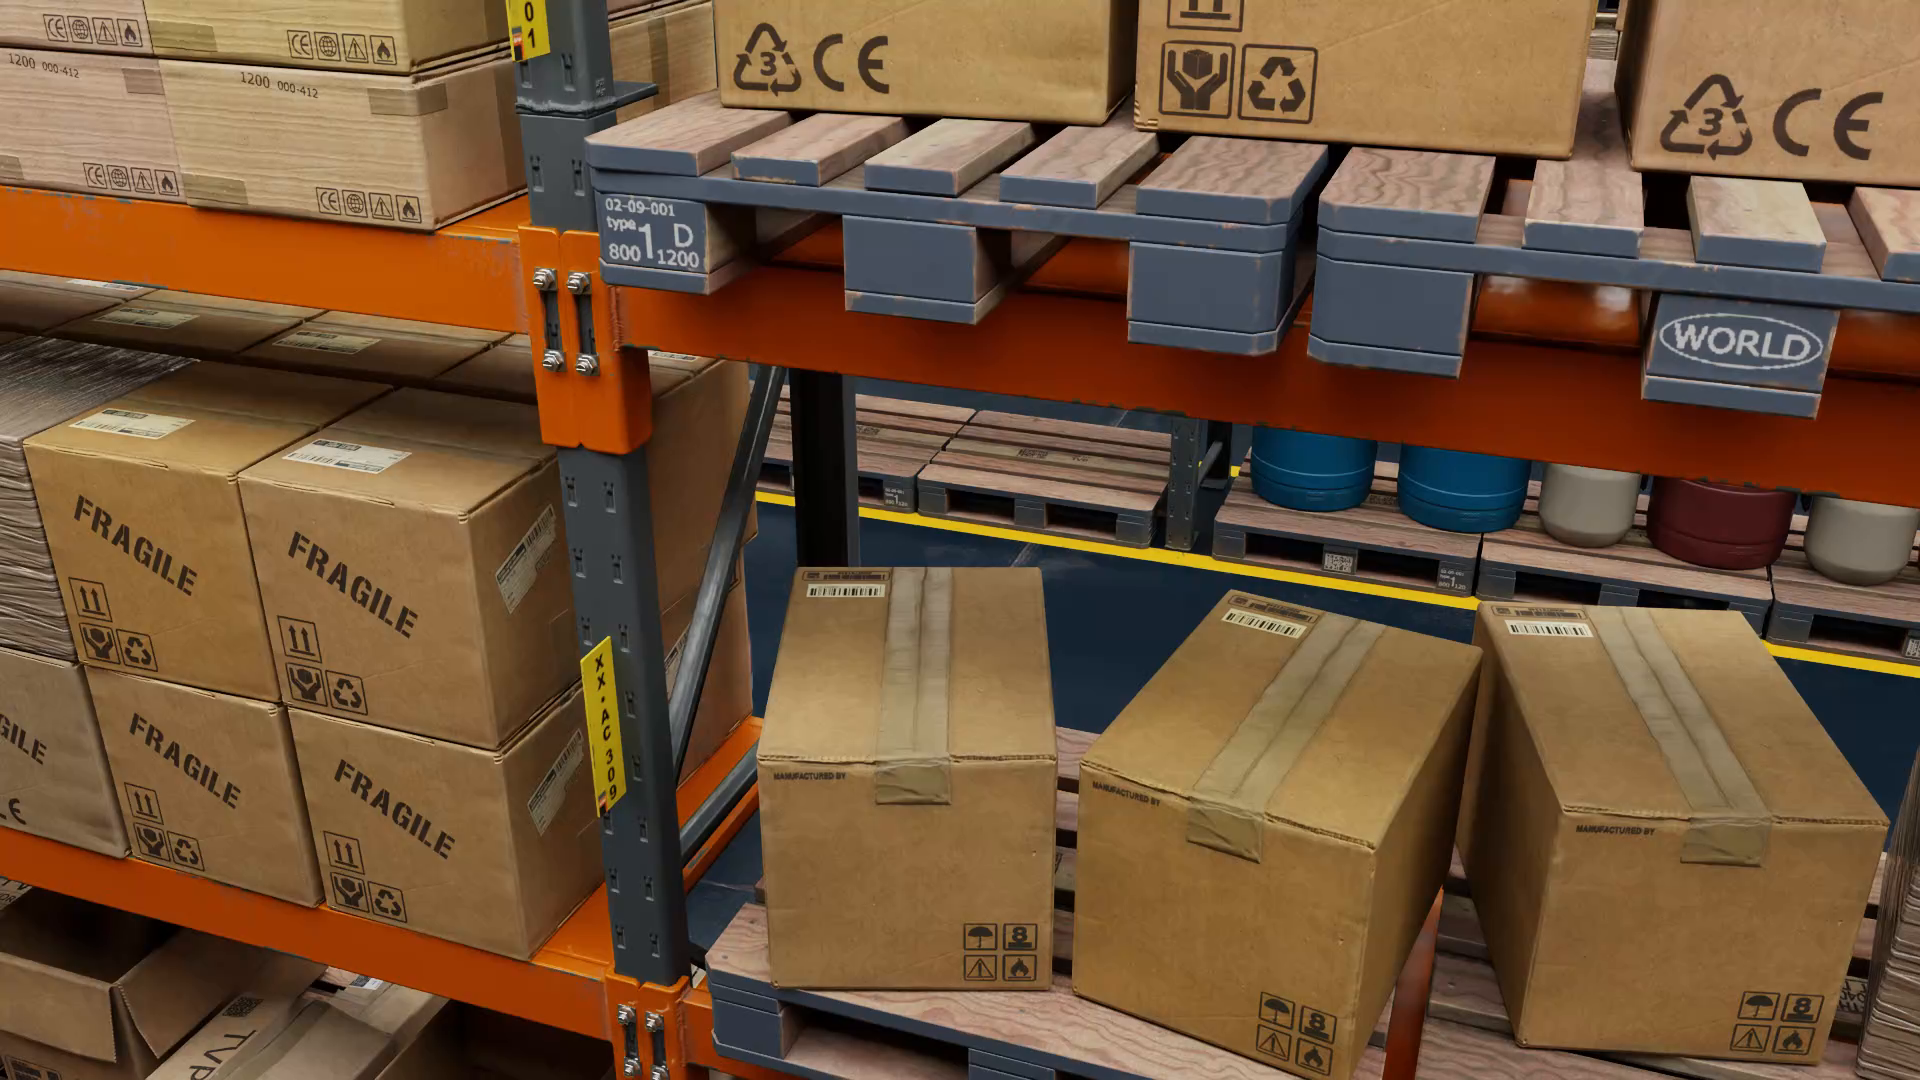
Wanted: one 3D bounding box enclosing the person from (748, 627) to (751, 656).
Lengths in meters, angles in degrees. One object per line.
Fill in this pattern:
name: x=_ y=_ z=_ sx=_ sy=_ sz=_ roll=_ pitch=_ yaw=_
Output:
person: x=-1.051 y=0.681 z=5.840 sx=0.520 sy=0.819 sz=0.965 roll=8 pitch=27 yaw=16
